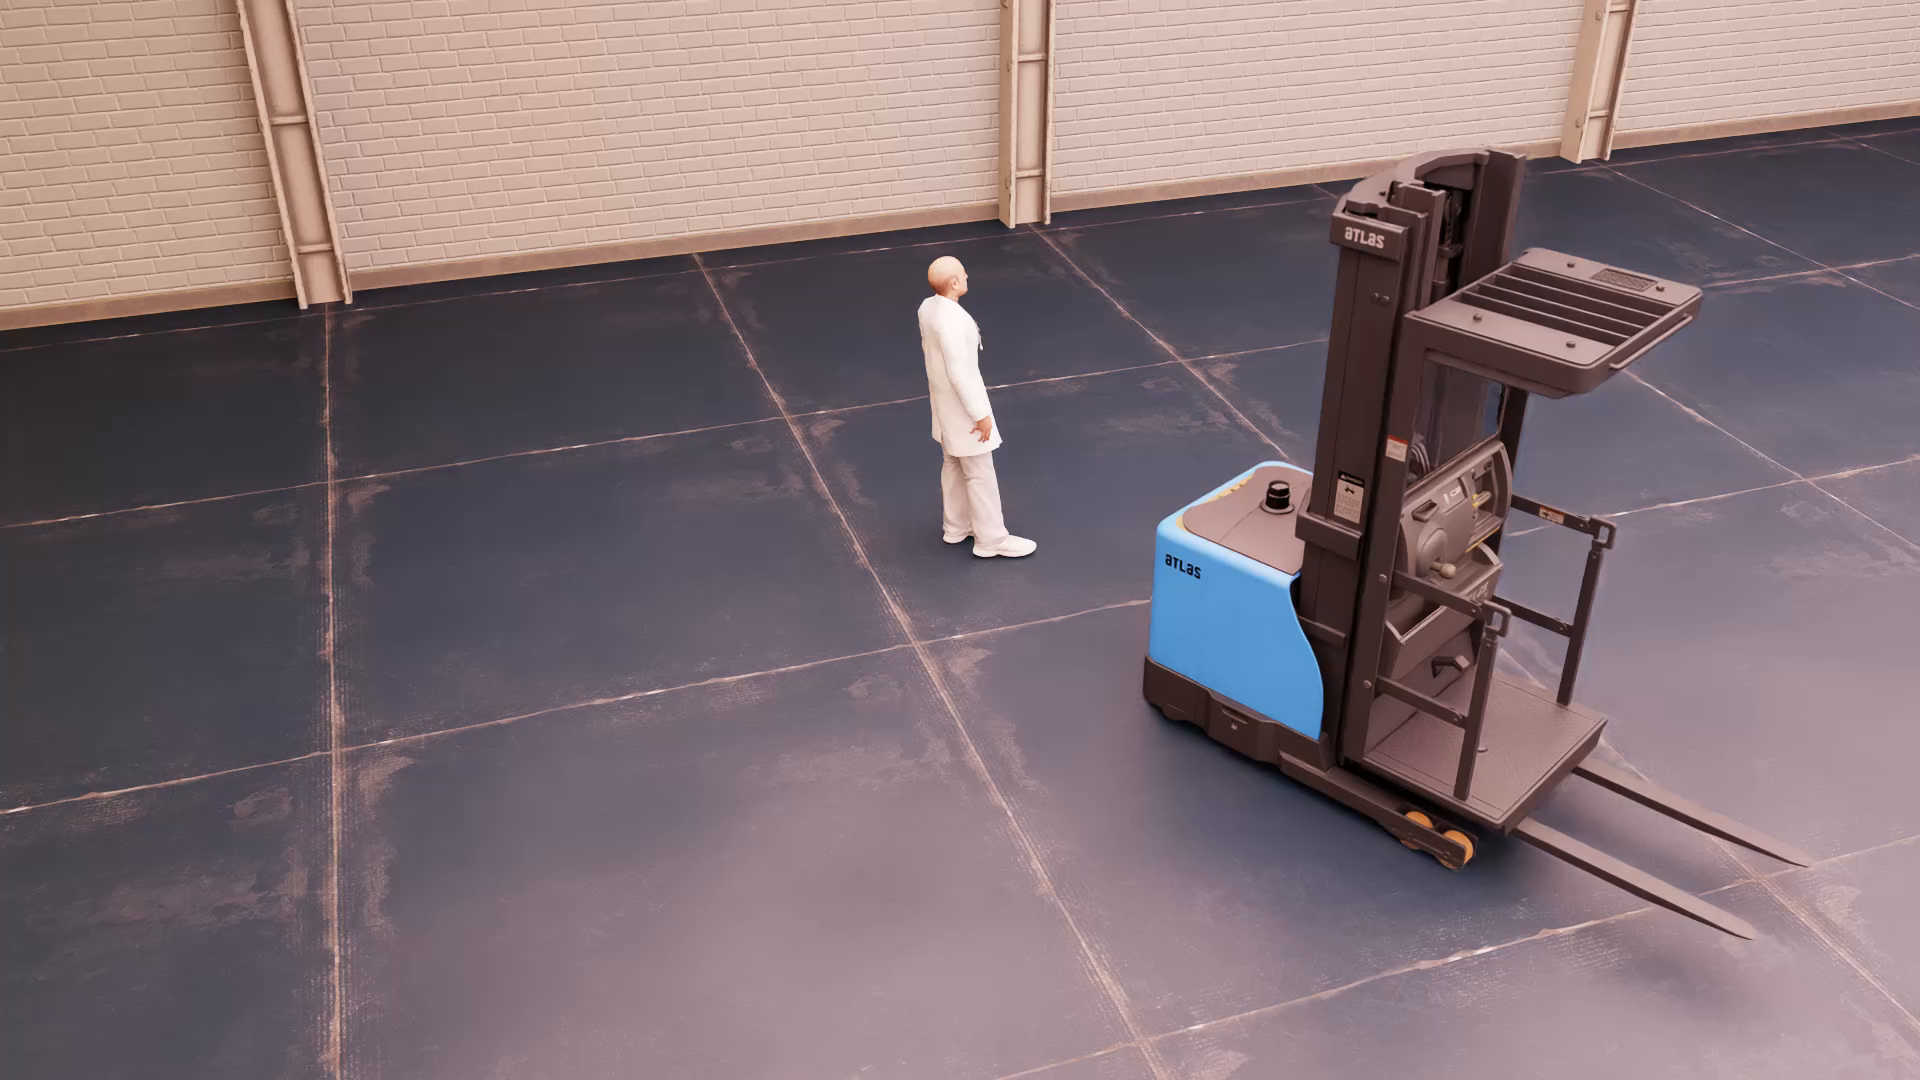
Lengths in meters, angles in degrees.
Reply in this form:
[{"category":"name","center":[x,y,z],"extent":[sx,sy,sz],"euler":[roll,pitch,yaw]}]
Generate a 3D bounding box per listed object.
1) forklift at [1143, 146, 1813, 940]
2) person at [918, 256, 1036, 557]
[{"category":"forklift","center":[2.353,-0.092,7.247],"extent":[3.031,2.935,1.130],"euler":[25,38,37]},{"category":"person","center":[0.088,-0.767,9.614],"extent":[0.578,1.726,0.696],"euler":[-10,31,-16]}]
